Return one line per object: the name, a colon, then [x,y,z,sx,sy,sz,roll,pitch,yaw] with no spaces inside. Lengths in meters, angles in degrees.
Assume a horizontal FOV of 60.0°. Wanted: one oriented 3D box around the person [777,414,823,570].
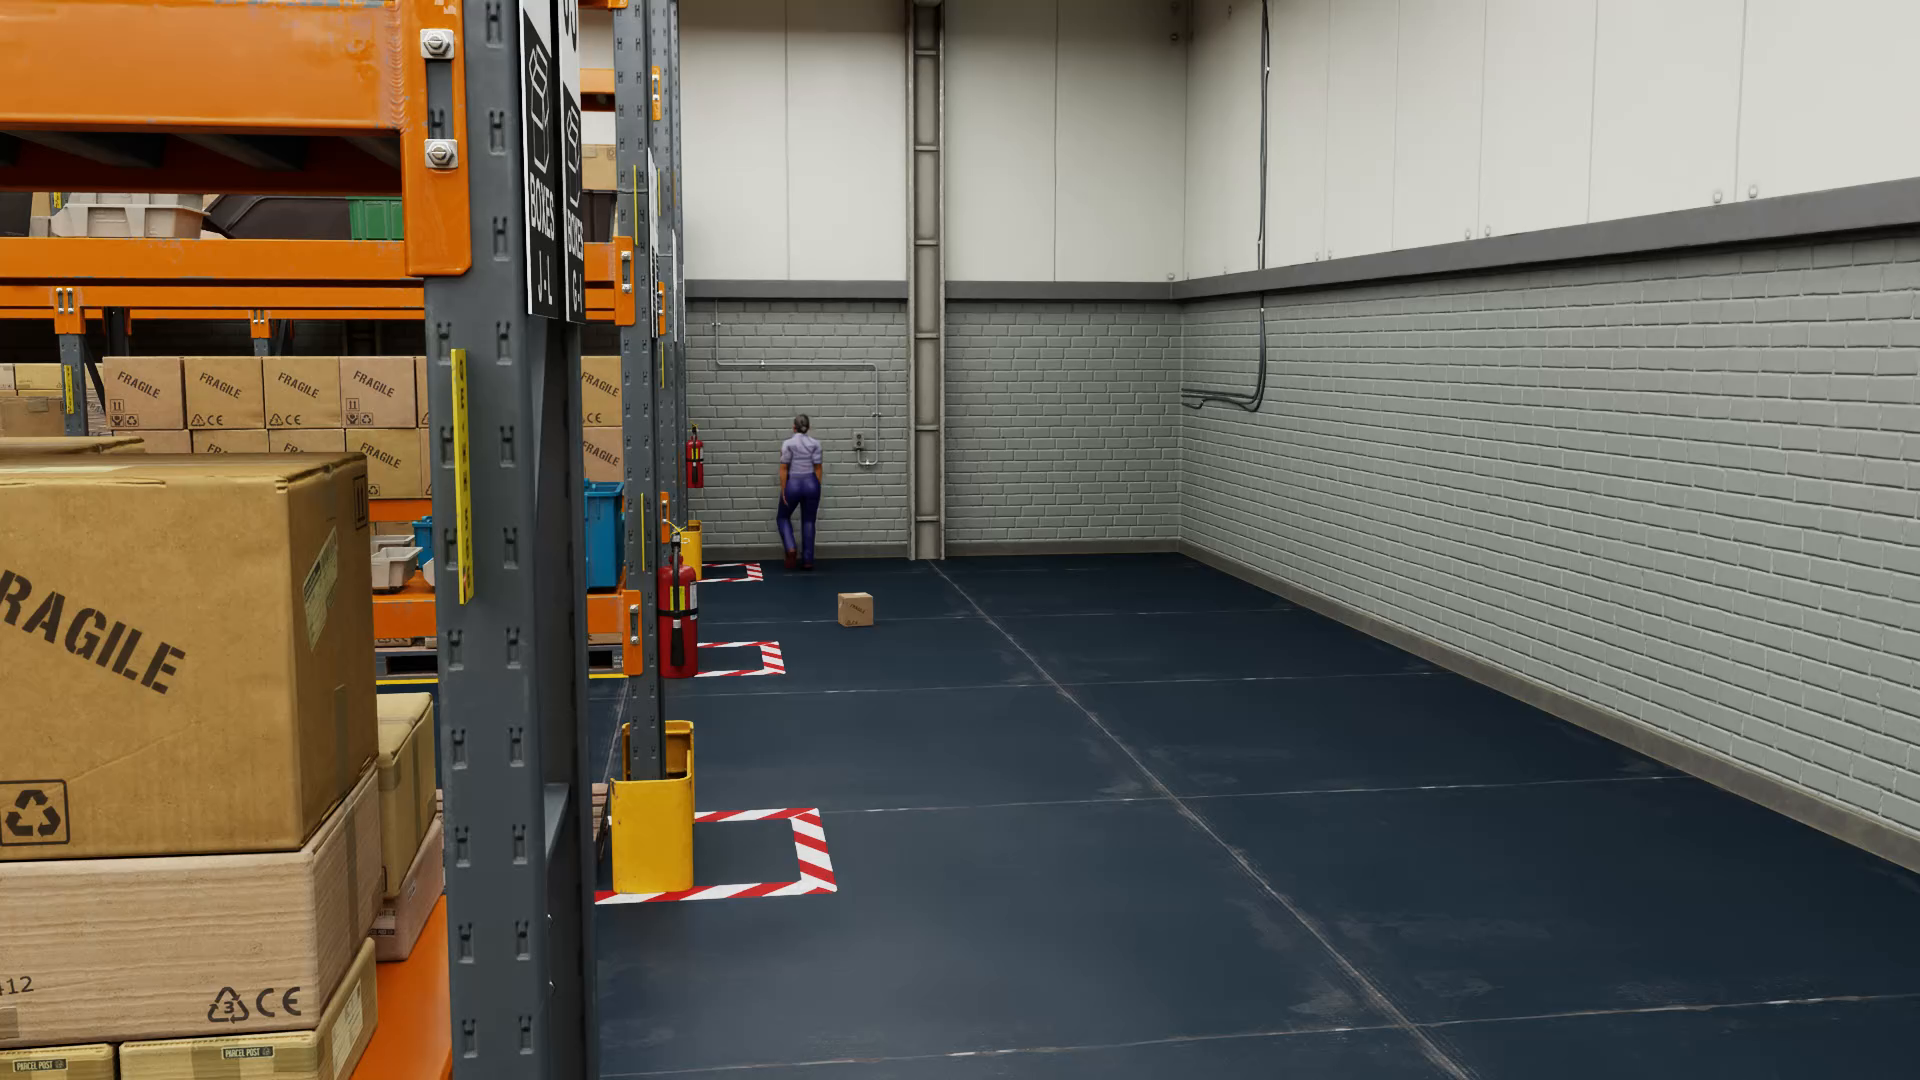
person: [-1.709,-0.504,17.725,0.475,1.656,0.430,-2,7,-16]
